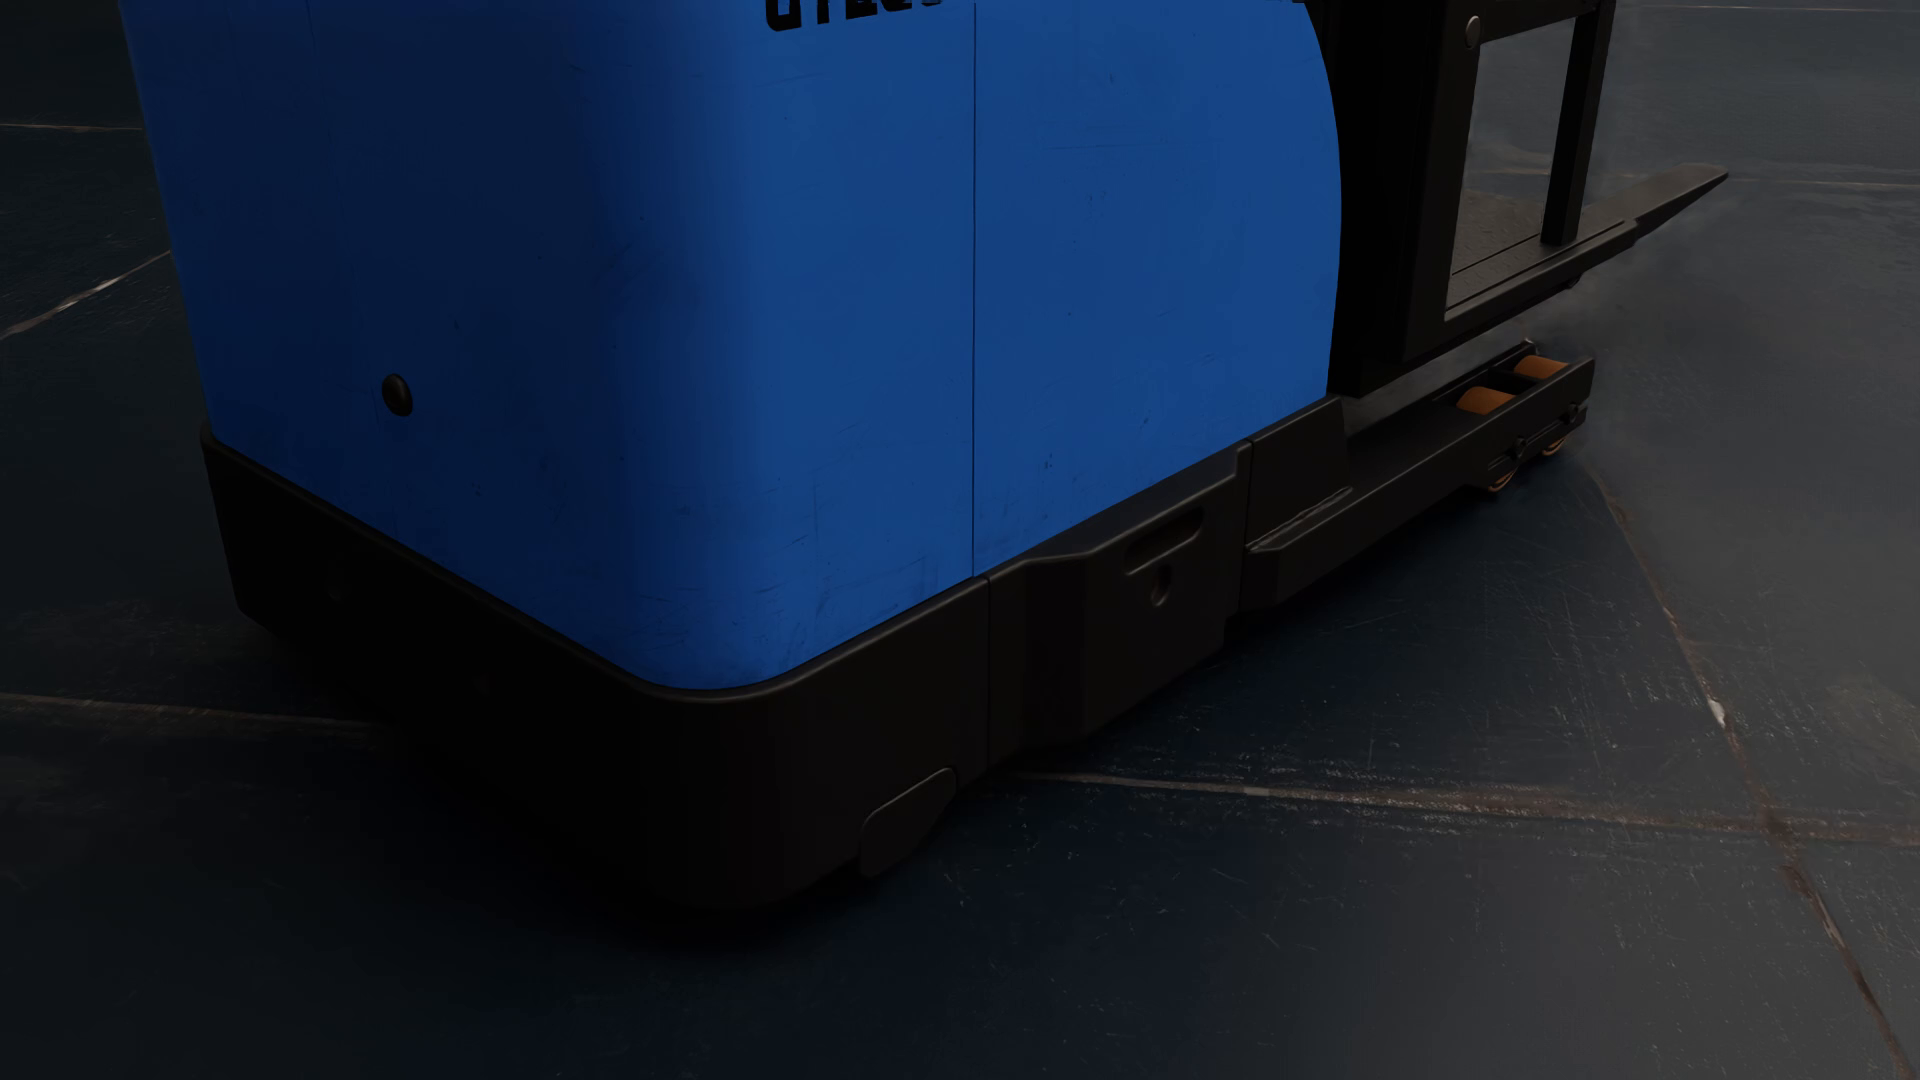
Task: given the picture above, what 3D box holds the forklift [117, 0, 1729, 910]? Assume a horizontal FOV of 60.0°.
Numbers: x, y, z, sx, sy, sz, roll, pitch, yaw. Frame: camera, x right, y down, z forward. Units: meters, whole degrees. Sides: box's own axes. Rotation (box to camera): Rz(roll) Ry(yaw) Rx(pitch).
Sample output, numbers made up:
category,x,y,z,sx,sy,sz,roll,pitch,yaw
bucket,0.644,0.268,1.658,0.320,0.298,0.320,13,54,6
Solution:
category,x,y,z,sx,sy,sz,roll,pitch,yaw
forklift,0.407,-1.524,2.272,1.130,2.935,3.031,22,34,37
